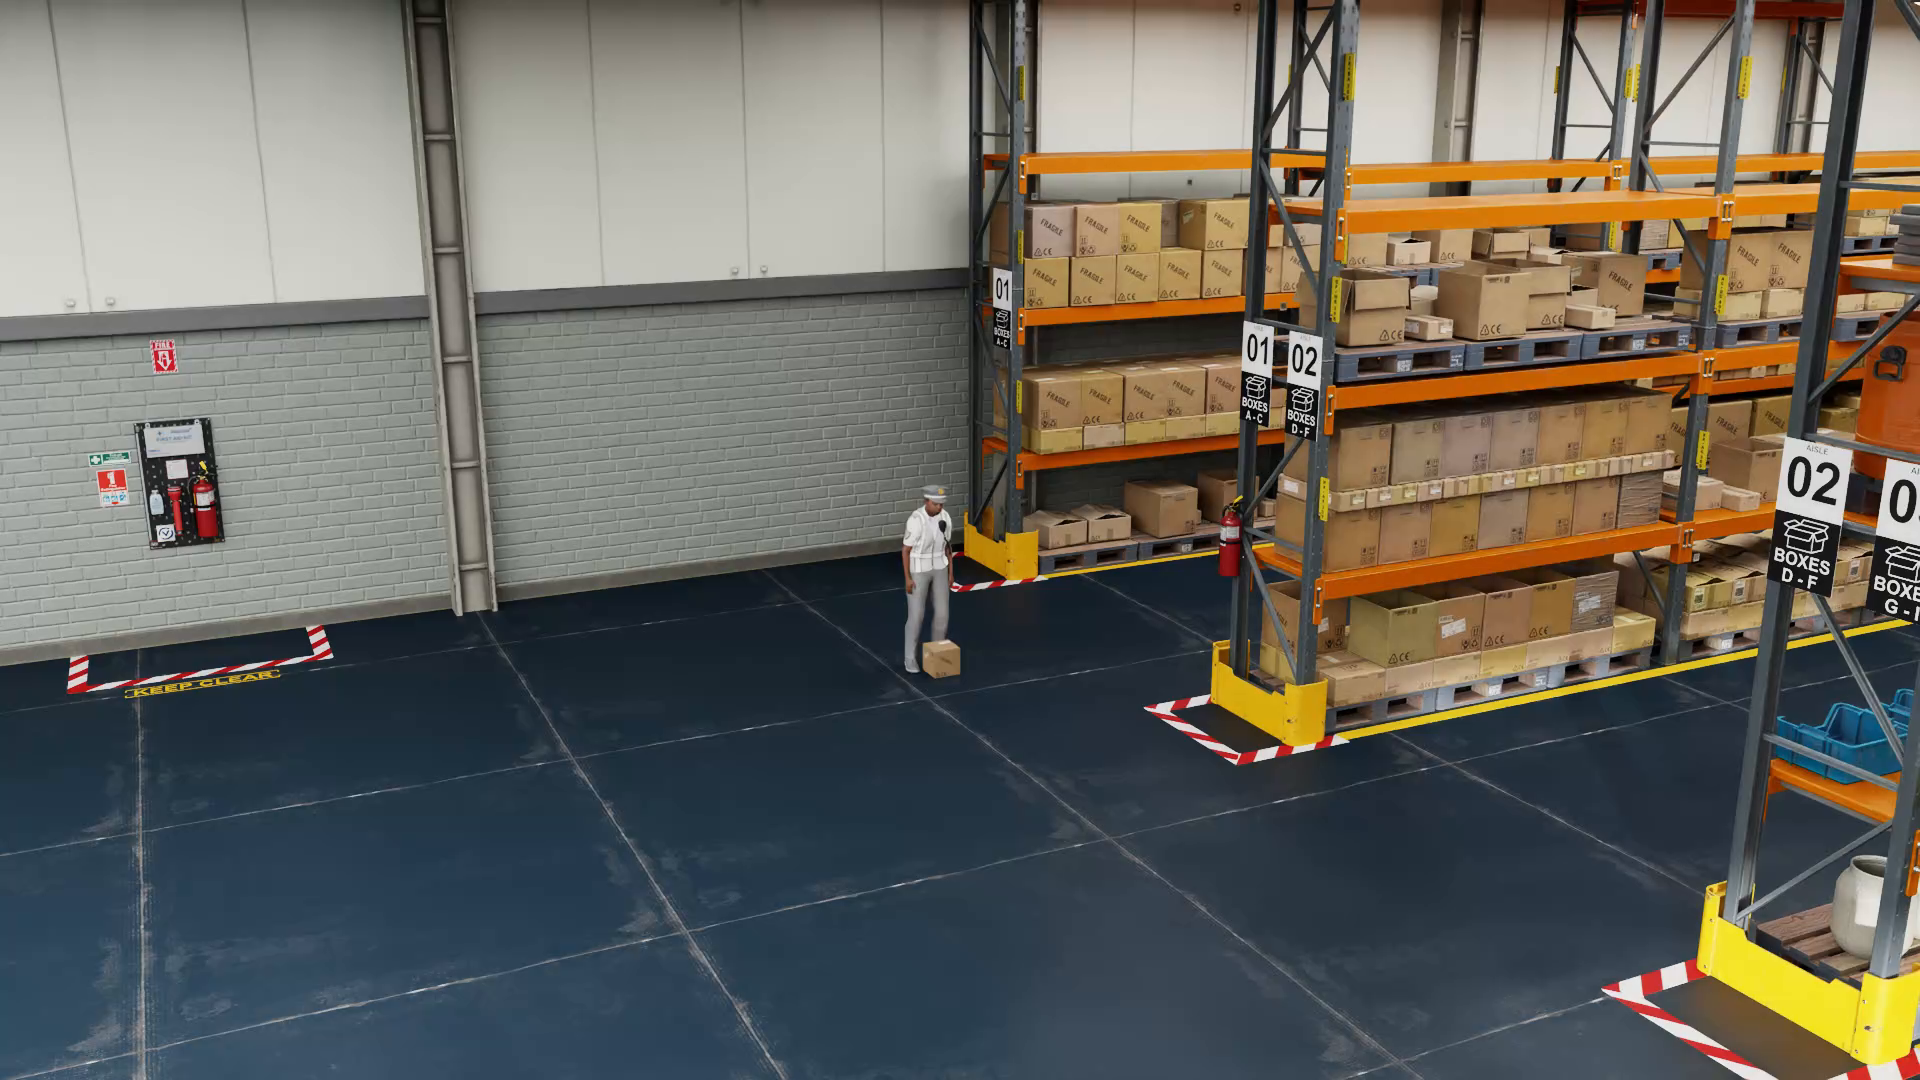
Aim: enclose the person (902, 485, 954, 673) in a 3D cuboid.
[{"bbox_3d":[-0.280,0.314,14.626,0.512,1.656,0.395,-8,17,-27],"label":"person"}]
